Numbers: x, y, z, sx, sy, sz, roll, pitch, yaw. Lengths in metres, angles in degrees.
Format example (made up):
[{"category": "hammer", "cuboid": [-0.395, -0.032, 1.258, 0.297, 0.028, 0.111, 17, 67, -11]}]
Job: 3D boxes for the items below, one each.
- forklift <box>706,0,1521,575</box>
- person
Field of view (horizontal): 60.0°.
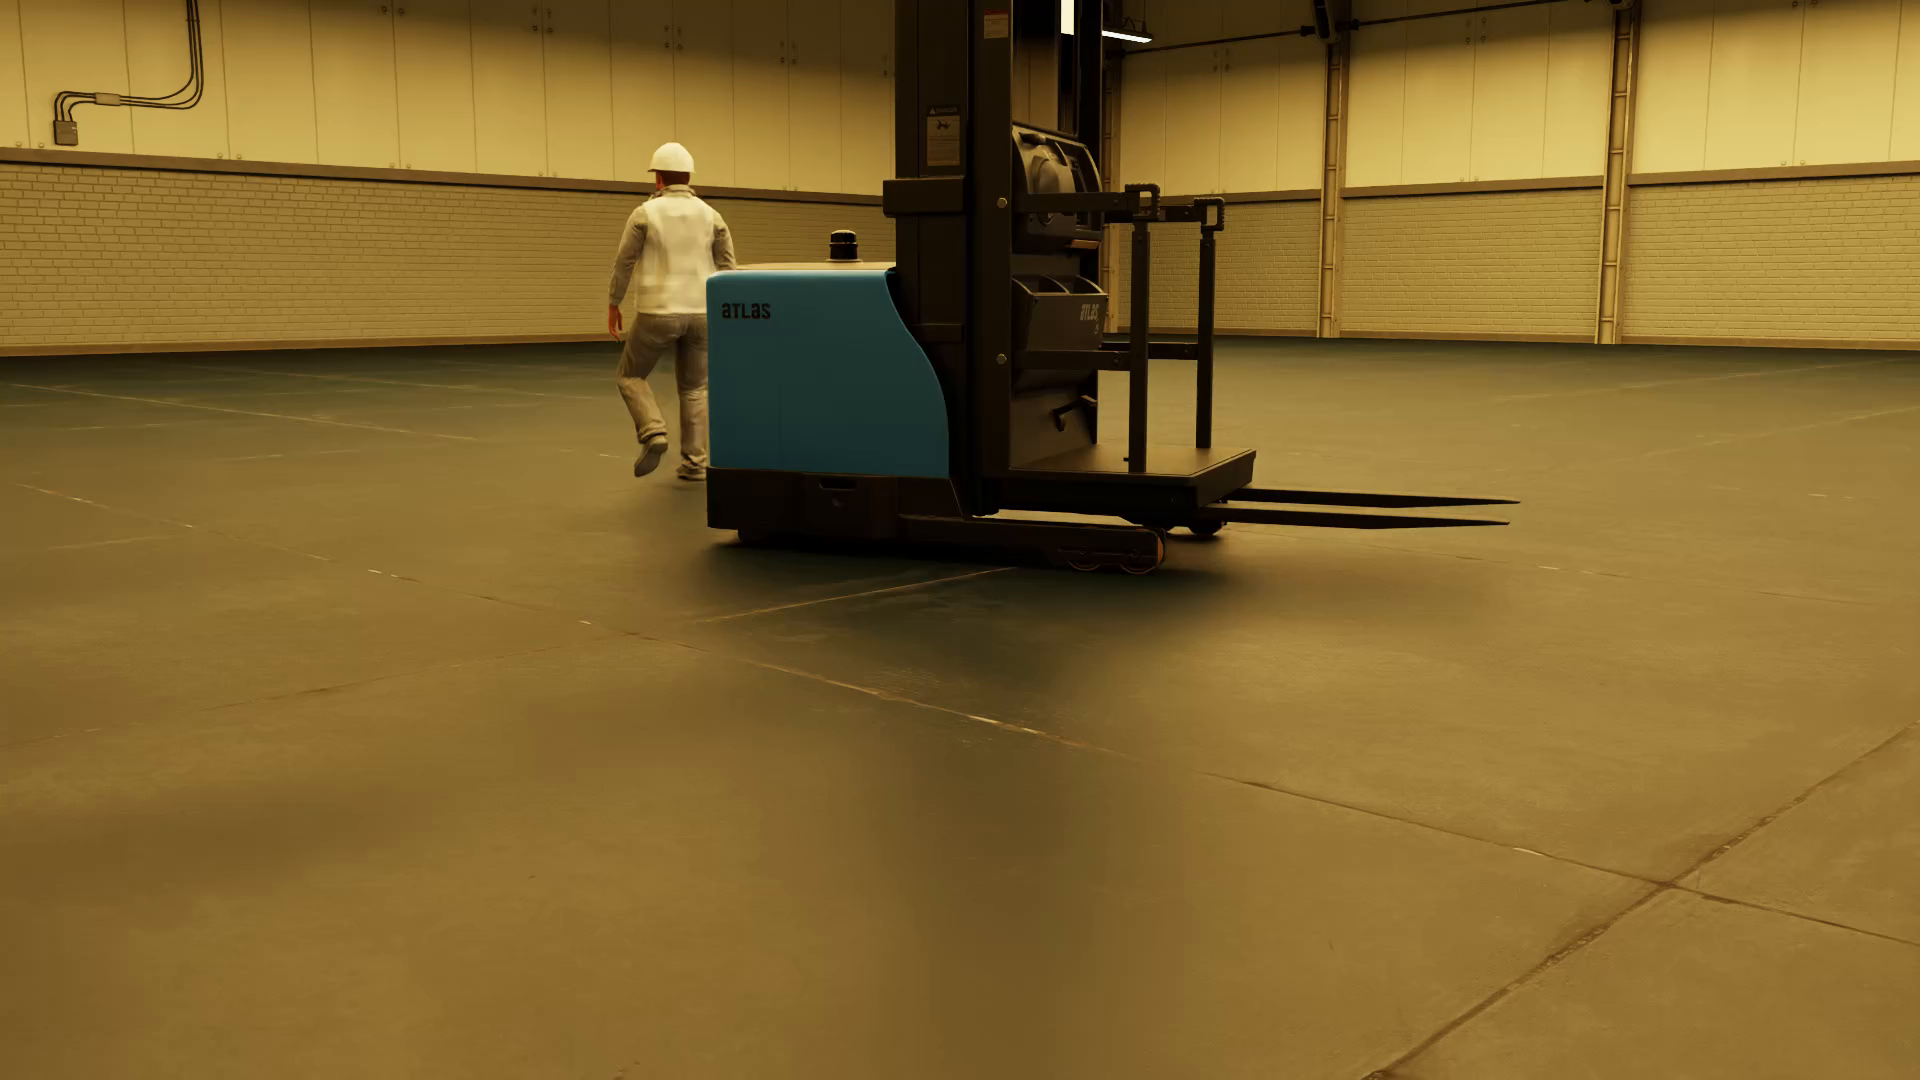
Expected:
[{"category": "forklift", "cuboid": [0.565, -1.416, 6.275, 3.031, 2.935, 1.130, 3, 9, 22]}, {"category": "person", "cuboid": [-1.527, -1.196, 8.774, 0.674, 1.753, 0.468, -5, 10, -28]}]
